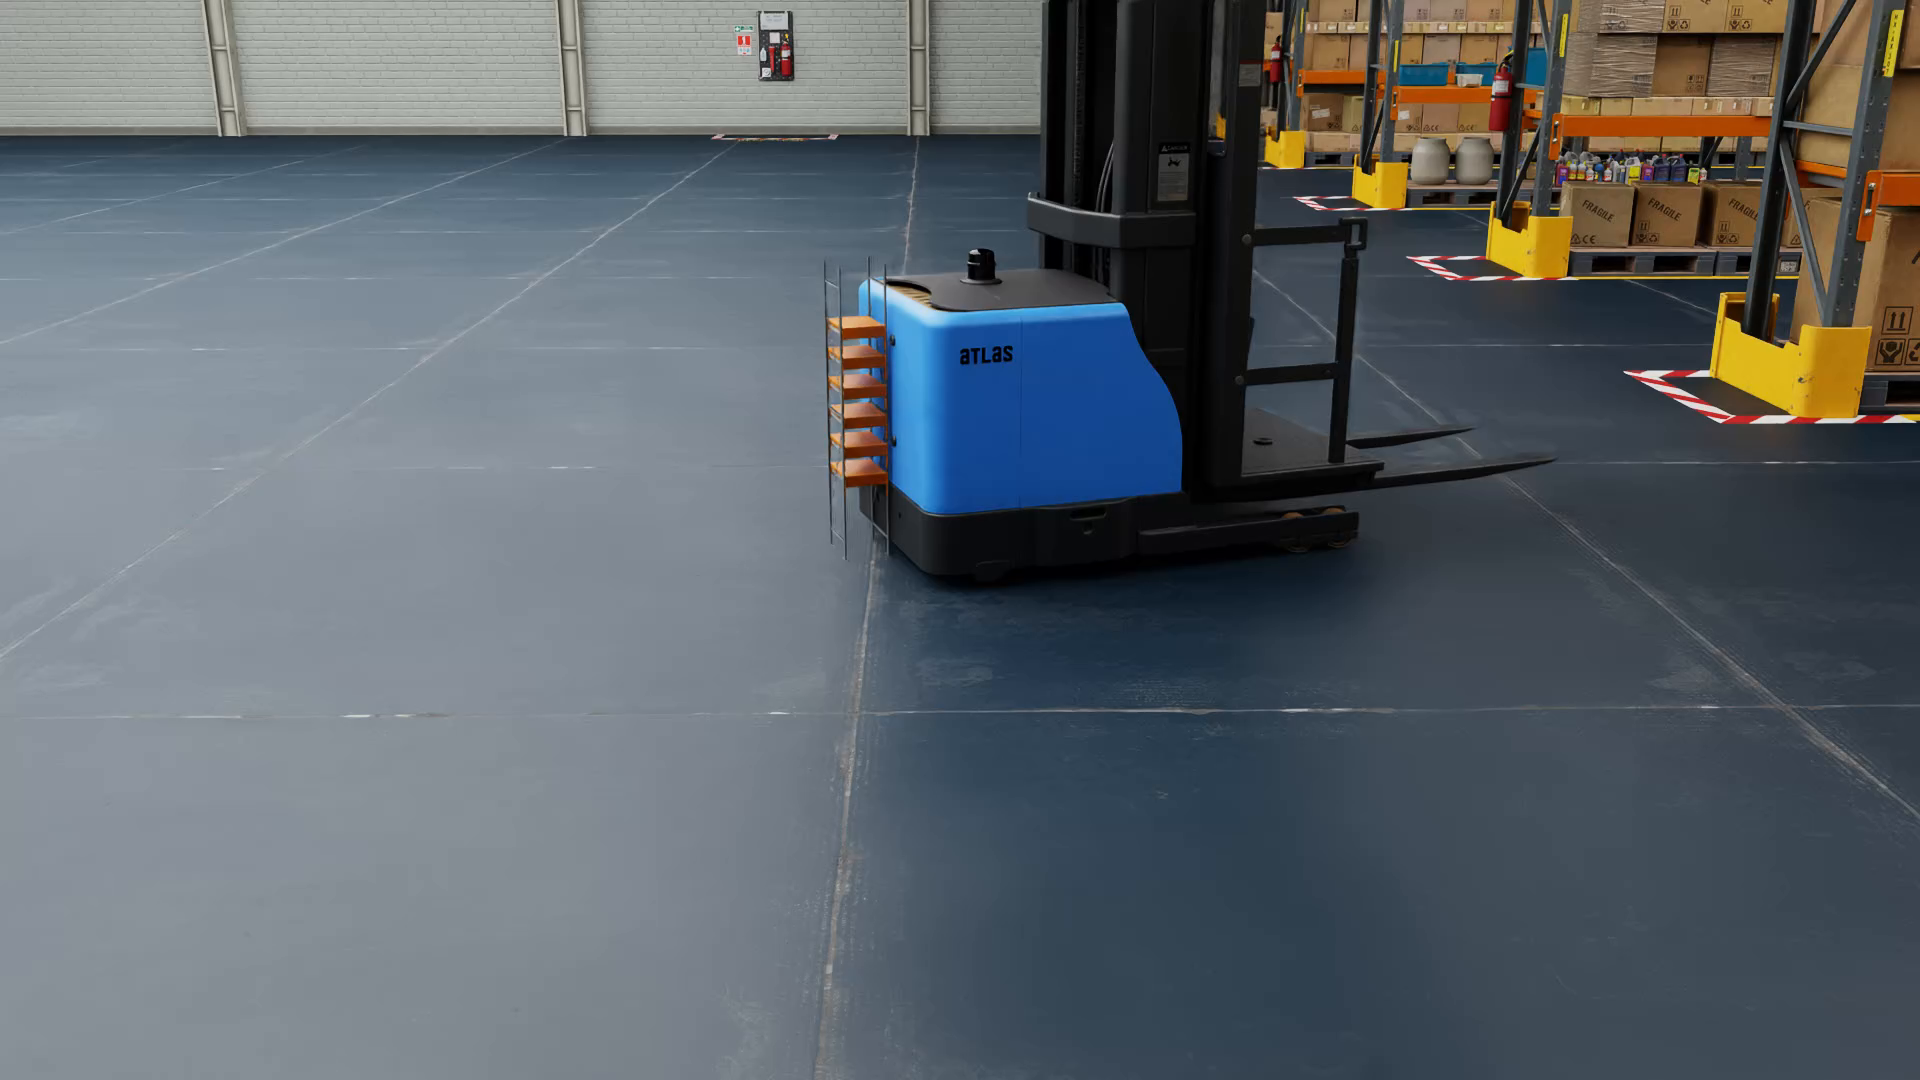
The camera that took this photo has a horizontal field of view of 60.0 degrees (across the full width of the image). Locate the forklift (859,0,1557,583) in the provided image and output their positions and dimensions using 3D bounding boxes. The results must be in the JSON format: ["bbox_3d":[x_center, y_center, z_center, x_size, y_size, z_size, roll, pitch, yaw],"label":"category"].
[{"bbox_3d":[1.137,-1.486,6.882,3.031,2.935,1.130,-6,19,-19],"label":"forklift"}]

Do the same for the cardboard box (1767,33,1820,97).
[{"bbox_3d":[6.868,-4.001,13.959,0.500,0.500,0.875,0,18,-1],"label":"cardboard box"}]

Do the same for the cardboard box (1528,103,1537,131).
[{"bbox_3d":[8.197,-6.176,23.977,0.500,0.500,0.500,0,18,-1],"label":"cardboard box"}]

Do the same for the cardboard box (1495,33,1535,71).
[{"bbox_3d":[7.695,-6.874,23.402,0.500,0.500,0.700,0,18,-1],"label":"cardboard box"}]

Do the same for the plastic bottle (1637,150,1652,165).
[{"bbox_3d":[7.929,-4.349,19.312,0.185,0.351,0.144,0,18,-1],"label":"plastic bottle"}]

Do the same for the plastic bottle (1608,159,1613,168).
[{"bbox_3d":[7.421,-4.178,18.887,0.133,0.283,0.061,0,18,-1],"label":"plastic bottle"}]

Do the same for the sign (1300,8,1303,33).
[{"bbox_3d":[4.669,-7.096,22.712,0.005,0.325,0.100,0,18,-1],"label":"sign"}]

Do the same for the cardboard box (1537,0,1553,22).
[{"bbox_3d":[8.222,-7.497,23.218,0.500,0.500,0.700,0,18,-1],"label":"cardboard box"}]

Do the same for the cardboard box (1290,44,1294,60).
[{"bbox_3d":[5.596,-8.179,27.847,0.500,0.250,0.500,-1,18,-3],"label":"cardboard box"}]

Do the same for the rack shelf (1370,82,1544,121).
[{"bbox_3d":[6.740,-4.970,18.808,4.000,0.370,1.077,0,18,-1],"label":"rack shelf"}]

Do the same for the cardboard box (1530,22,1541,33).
[{"bbox_3d":[7.888,-7.122,23.114,0.250,0.149,0.380,-1,18,-2],"label":"cardboard box"}]

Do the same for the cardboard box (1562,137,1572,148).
[{"bbox_3d":[9.076,-5.816,24.083,0.500,0.250,0.500,0,18,-1],"label":"cardboard box"}]

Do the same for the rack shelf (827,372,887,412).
[{"bbox_3d":[-0.416,-0.596,6.693,0.180,0.103,0.258,-6,19,-19],"label":"rack shelf"}]

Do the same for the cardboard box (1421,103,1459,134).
[{"bbox_3d":[6.706,-6.005,23.442,0.500,0.500,0.500,0,18,-1],"label":"cardboard box"}]

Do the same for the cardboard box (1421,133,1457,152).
[{"bbox_3d":[6.706,-5.648,23.557,0.500,0.250,0.500,0,18,-1],"label":"cardboard box"}]

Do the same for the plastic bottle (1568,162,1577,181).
[{"bbox_3d":[6.901,-4.129,18.754,0.097,0.271,0.097,0,18,0],"label":"plastic bottle"}]

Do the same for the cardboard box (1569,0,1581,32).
[{"bbox_3d":[5.365,-4.534,13.983,0.500,0.500,0.500,0,18,-1],"label":"cardboard box"}]

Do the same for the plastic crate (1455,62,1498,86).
[{"bbox_3d":[5.886,-5.327,18.988,0.408,0.251,0.499,0,18,-1],"label":"plastic crate"}]

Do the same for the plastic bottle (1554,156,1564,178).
[{"bbox_3d":[6.961,-4.352,19.442,0.135,0.276,0.152,-1,18,-2],"label":"plastic bottle"}]

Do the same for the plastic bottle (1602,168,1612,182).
[{"bbox_3d":[7.306,-4.097,18.770,0.097,0.201,0.097,0,18,0],"label":"plastic bottle"}]

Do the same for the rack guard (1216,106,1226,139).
[{"bbox_3d":[4.660,-7.139,28.484,0.348,0.500,1.175,0,18,-1],"label":"rack guard"}]

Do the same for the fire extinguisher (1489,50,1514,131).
[{"bbox_3d":[4.697,-3.894,14.401,0.183,0.674,0.296,0,18,-1],"label":"fire extinguisher"}]

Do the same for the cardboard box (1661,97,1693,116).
[{"bbox_3d":[5.858,-3.599,13.767,0.250,0.149,0.380,0,18,-1],"label":"cardboard box"}]

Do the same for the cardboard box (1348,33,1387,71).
[{"bbox_3d":[5.658,-6.866,23.376,0.500,0.500,0.700,0,18,1],"label":"cardboard box"}]

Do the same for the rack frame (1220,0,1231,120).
[{"bbox_3d":[4.584,-8.329,28.101,0.127,3.000,1.000,0,18,-1],"label":"rack frame"}]

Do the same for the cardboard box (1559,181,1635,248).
[{"bbox_3d":[5.444,-2.798,14.264,0.500,0.500,0.500,3,18,9],"label":"cardboard box"}]

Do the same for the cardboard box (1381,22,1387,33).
[{"bbox_3d":[5.828,-7.112,23.082,0.250,0.149,0.380,-1,18,-2],"label":"cardboard box"}]

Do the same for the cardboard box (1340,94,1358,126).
[{"bbox_3d":[6.582,-7.315,28.312,0.500,0.500,0.700,-1,18,-4],"label":"cardboard box"}]

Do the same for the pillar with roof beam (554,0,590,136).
[{"bbox_3d":[-6.660,-10.080,23.739,0.400,9.000,9.100,0,18,-1],"label":"pillar with roof beam"}]

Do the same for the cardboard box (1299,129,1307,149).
[{"bbox_3d":[5.198,-5.799,24.030,0.500,0.250,0.500,0,18,-1],"label":"cardboard box"}]

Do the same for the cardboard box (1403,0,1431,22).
[{"bbox_3d":[6.216,-7.487,23.188,0.500,0.500,0.700,0,18,-1],"label":"cardboard box"}]

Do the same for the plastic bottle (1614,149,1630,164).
[{"bbox_3d":[7.738,-4.392,19.446,0.185,0.351,0.144,-1,18,-3],"label":"plastic bottle"}]

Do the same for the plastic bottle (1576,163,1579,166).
[{"bbox_3d":[7.172,-4.282,19.345,0.097,0.201,0.097,0,18,0],"label":"plastic bottle"}]

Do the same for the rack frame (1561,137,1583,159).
[{"bbox_3d":[8.666,-6.835,23.444,0.127,3.000,1.000,0,18,-1],"label":"rack frame"}]

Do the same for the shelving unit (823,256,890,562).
[{"bbox_3d":[-0.416,-0.524,6.716,0.189,1.200,0.258,-6,19,-19],"label":"shelving unit"}]

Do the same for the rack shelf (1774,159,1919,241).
[{"bbox_3d":[6.796,-1.942,9.369,4.000,0.370,1.077,0,18,-1],"label":"rack shelf"}]

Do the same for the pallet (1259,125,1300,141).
[{"bbox_3d":[5.473,-6.995,28.506,1.213,0.211,1.003,0,18,-1],"label":"pallet"}]

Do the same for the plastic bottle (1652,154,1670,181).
[{"bbox_3d":[7.909,-4.178,18.779,0.185,0.351,0.144,-1,18,-4],"label":"plastic bottle"}]

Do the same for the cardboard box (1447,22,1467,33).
[{"bbox_3d":[6.862,-7.117,23.098,0.250,0.149,0.380,0,18,1],"label":"cardboard box"}]

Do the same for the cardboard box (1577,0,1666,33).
[{"bbox_3d":[5.373,-4.375,13.488,0.500,0.500,0.500,0,18,-1],"label":"cardboard box"}]

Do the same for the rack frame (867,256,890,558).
[{"bbox_3d":[-0.330,-0.533,6.745,0.006,1.200,0.240,-6,19,-19],"label":"rack frame"}]

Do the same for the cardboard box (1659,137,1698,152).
[{"bbox_3d":[10.102,-5.658,23.587,0.500,0.250,0.500,-1,18,-3],"label":"cardboard box"}]

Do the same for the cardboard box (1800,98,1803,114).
[{"bbox_3d":[6.857,-3.619,13.829,0.250,0.149,0.380,0,18,-1],"label":"cardboard box"}]

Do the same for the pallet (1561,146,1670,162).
[{"bbox_3d":[9.402,-5.523,23.919,1.213,0.211,1.003,0,18,-1],"label":"pallet"}]

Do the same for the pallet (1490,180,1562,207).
[{"bbox_3d":[6.845,-3.997,19.163,1.213,0.211,1.003,0,18,-1],"label":"pallet"}]
